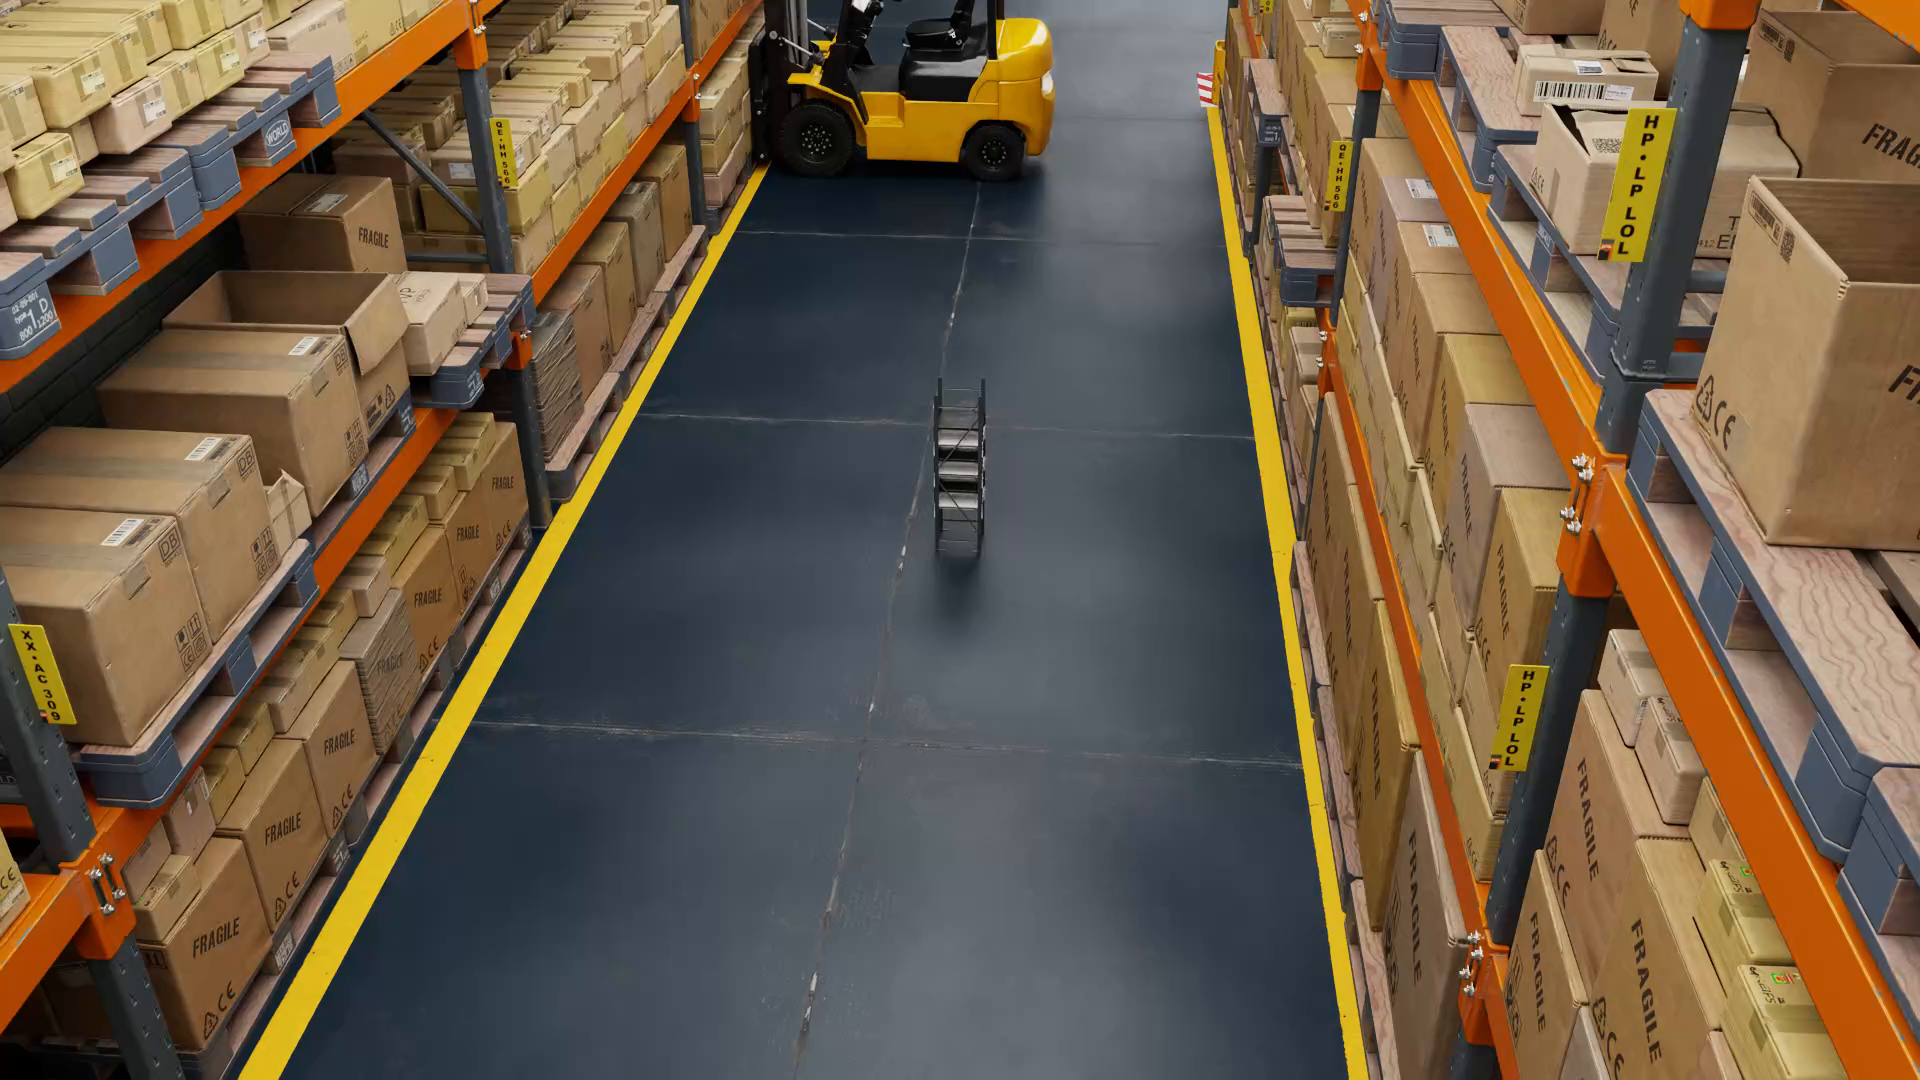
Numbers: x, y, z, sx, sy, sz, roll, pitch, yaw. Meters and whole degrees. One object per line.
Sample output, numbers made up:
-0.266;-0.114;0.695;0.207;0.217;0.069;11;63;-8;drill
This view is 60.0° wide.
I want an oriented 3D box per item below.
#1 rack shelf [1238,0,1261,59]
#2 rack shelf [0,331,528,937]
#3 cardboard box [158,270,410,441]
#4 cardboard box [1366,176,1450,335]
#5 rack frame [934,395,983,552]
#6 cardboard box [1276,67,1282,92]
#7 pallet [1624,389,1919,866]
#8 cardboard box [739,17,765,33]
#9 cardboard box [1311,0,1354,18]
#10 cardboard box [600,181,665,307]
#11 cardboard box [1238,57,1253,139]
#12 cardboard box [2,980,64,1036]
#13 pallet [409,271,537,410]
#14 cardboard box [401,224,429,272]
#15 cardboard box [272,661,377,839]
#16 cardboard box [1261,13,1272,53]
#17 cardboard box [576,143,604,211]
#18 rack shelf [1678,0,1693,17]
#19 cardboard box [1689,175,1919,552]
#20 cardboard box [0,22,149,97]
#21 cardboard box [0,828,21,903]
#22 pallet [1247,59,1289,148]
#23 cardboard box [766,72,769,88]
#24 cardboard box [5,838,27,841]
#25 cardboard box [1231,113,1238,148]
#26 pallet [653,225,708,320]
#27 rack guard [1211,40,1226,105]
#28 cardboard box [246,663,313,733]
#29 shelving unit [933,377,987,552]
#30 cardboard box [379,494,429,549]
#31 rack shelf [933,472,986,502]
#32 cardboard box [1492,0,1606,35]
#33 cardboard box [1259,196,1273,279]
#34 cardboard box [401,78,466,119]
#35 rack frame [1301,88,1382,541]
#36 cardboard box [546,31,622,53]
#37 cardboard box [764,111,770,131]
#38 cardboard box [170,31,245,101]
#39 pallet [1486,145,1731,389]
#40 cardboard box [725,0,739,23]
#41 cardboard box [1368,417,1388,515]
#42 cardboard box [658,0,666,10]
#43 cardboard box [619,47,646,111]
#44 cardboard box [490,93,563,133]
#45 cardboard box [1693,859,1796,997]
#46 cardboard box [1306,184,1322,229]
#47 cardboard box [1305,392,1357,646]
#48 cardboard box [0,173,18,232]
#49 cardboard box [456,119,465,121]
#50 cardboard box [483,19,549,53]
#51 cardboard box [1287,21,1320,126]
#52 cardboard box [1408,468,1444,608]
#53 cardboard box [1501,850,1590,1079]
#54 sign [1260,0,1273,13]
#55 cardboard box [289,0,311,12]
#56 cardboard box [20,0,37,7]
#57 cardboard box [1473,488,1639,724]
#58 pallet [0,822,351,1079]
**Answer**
2.749;-4.000;13.067;1.077;0.370;4.000;2;32;4;rack shelf
-2.850;-0.027;6.620;1.077;0.370;4.000;2;32;4;rack shelf
-2.636;-0.740;6.593;0.797;0.503;0.637;2;32;3;cardboard box
1.945;-1.130;6.676;0.500;0.500;0.500;3;32;4;cardboard box
-0.009;-0.326;8.421;0.240;0.900;0.006;2;32;4;rack frame
2.197;-2.926;10.479;0.380;0.149;0.250;3;32;5;cardboard box
1.857;0.111;2.936;1.003;0.211;1.213;2;32;4;pallet
-1.830;-4.210;13.990;0.500;0.250;0.500;3;32;5;cardboard box
2.209;-3.081;9.493;0.380;0.149;0.250;4;32;7;cardboard box
-2.464;-1.959;10.933;0.875;0.625;0.625;2;32;3;cardboard box
2.446;-3.441;12.981;0.500;0.500;0.500;4;32;7;cardboard box
-3.268;1.329;5.717;0.500;0.500;0.500;2;32;4;cardboard box
-2.673;-0.940;7.598;1.213;0.211;1.003;2;32;4;pallet
-2.906;-1.561;8.566;0.500;0.250;0.500;2;32;3;cardboard box
-2.671;0.815;6.550;0.500;0.500;0.500;2;32;3;cardboard box
2.374;-3.672;11.471;0.500;0.500;0.500;2;32;3;cardboard box
-2.327;-2.069;9.391;0.500;0.250;0.500;1;32;2;cardboard box
2.097;-2.200;4.810;1.077;0.370;4.000;2;32;4;rack shelf
1.677;-0.319;2.959;0.500;0.500;0.500;3;32;5;cardboard box
-2.543;-1.352;4.685;0.380;0.149;0.250;2;32;3;cardboard box
-2.812;0.927;4.246;0.500;0.250;0.500;3;32;5;cardboard box
2.378;-2.785;10.593;1.003;0.211;1.213;2;32;4;pallet
-1.837;-3.982;14.097;0.500;0.250;0.500;2;32;3;cardboard box
-3.254;0.980;5.665;0.380;0.149;0.250;2;32;4;cardboard box
2.489;-3.398;13.625;0.500;0.250;0.500;5;32;7;cardboard box
-2.383;-1.896;11.626;1.003;0.211;1.213;2;32;4;pallet
2.905;-4.248;15.166;1.175;0.500;0.348;2;32;4;rack guard
-2.697;0.590;6.297;0.380;0.149;0.250;2;32;4;cardboard box
-0.001;-0.379;8.507;0.258;0.900;0.210;2;32;4;shelving unit
-2.599;-0.084;7.392;0.380;0.149;0.250;3;32;5;cardboard box
-0.001;-0.274;8.572;0.258;0.077;0.200;2;32;4;rack shelf
2.369;-2.141;6.011;0.700;0.500;0.500;1;32;2;cardboard box
2.545;-2.046;11.315;0.950;0.372;0.625;3;32;5;cardboard box
-2.822;-2.415;9.096;0.380;0.149;0.250;2;32;4;cardboard box
2.260;-1.169;7.787;1.000;3.000;0.127;2;32;4;rack frame
-2.243;-2.931;9.934;0.380;0.149;0.250;3;32;4;cardboard box
-1.879;-3.518;13.819;0.500;0.250;0.500;3;32;6;cardboard box
-2.482;-1.484;5.184;0.380;0.149;0.250;3;32;5;cardboard box
1.960;-0.754;4.438;0.805;0.209;1.217;1;32;2;pallet
-1.999;-4.272;12.727;0.500;0.500;0.500;2;32;3;cardboard box
1.897;-0.316;6.547;0.500;0.250;0.500;3;32;6;cardboard box
-2.168;-3.601;11.020;0.380;0.149;0.250;4;32;6;cardboard box
-2.229;-2.815;10.125;0.500;0.250;0.500;3;32;5;cardboard box
-2.343;-2.264;8.851;0.380;0.149;0.250;3;32;5;cardboard box
1.585;0.730;3.040;0.380;0.149;0.250;2;32;4;cardboard box
1.978;-1.699;8.487;0.380;0.149;0.250;2;32;4;cardboard box
2.121;-0.085;7.654;0.875;0.875;0.875;2;32;4;cardboard box
-2.592;-0.818;4.103;0.380;0.149;0.250;3;32;5;cardboard box
-2.844;-2.304;9.295;0.500;0.250;0.500;2;32;4;cardboard box
-2.745;-3.082;10.179;0.380;0.149;0.250;2;32;4;cardboard box
2.136;-2.586;9.309;0.500;0.500;0.500;1;32;2;cardboard box
1.797;0.000;5.557;0.500;0.250;0.500;3;32;5;cardboard box
1.635;1.115;3.987;0.500;0.500;0.500;3;32;6;cardboard box
2.044;-3.648;10.985;0.100;0.325;0.005;2;32;4;sign
-2.611;-2.035;6.097;0.380;0.149;0.250;3;32;4;cardboard box
-2.949;-1.641;5.154;0.380;0.149;0.250;3;32;4;cardboard box
1.720;0.210;4.501;0.500;0.500;0.500;3;32;6;cardboard box
-2.985;1.473;6.158;1.003;0.211;1.213;2;32;4;pallet
